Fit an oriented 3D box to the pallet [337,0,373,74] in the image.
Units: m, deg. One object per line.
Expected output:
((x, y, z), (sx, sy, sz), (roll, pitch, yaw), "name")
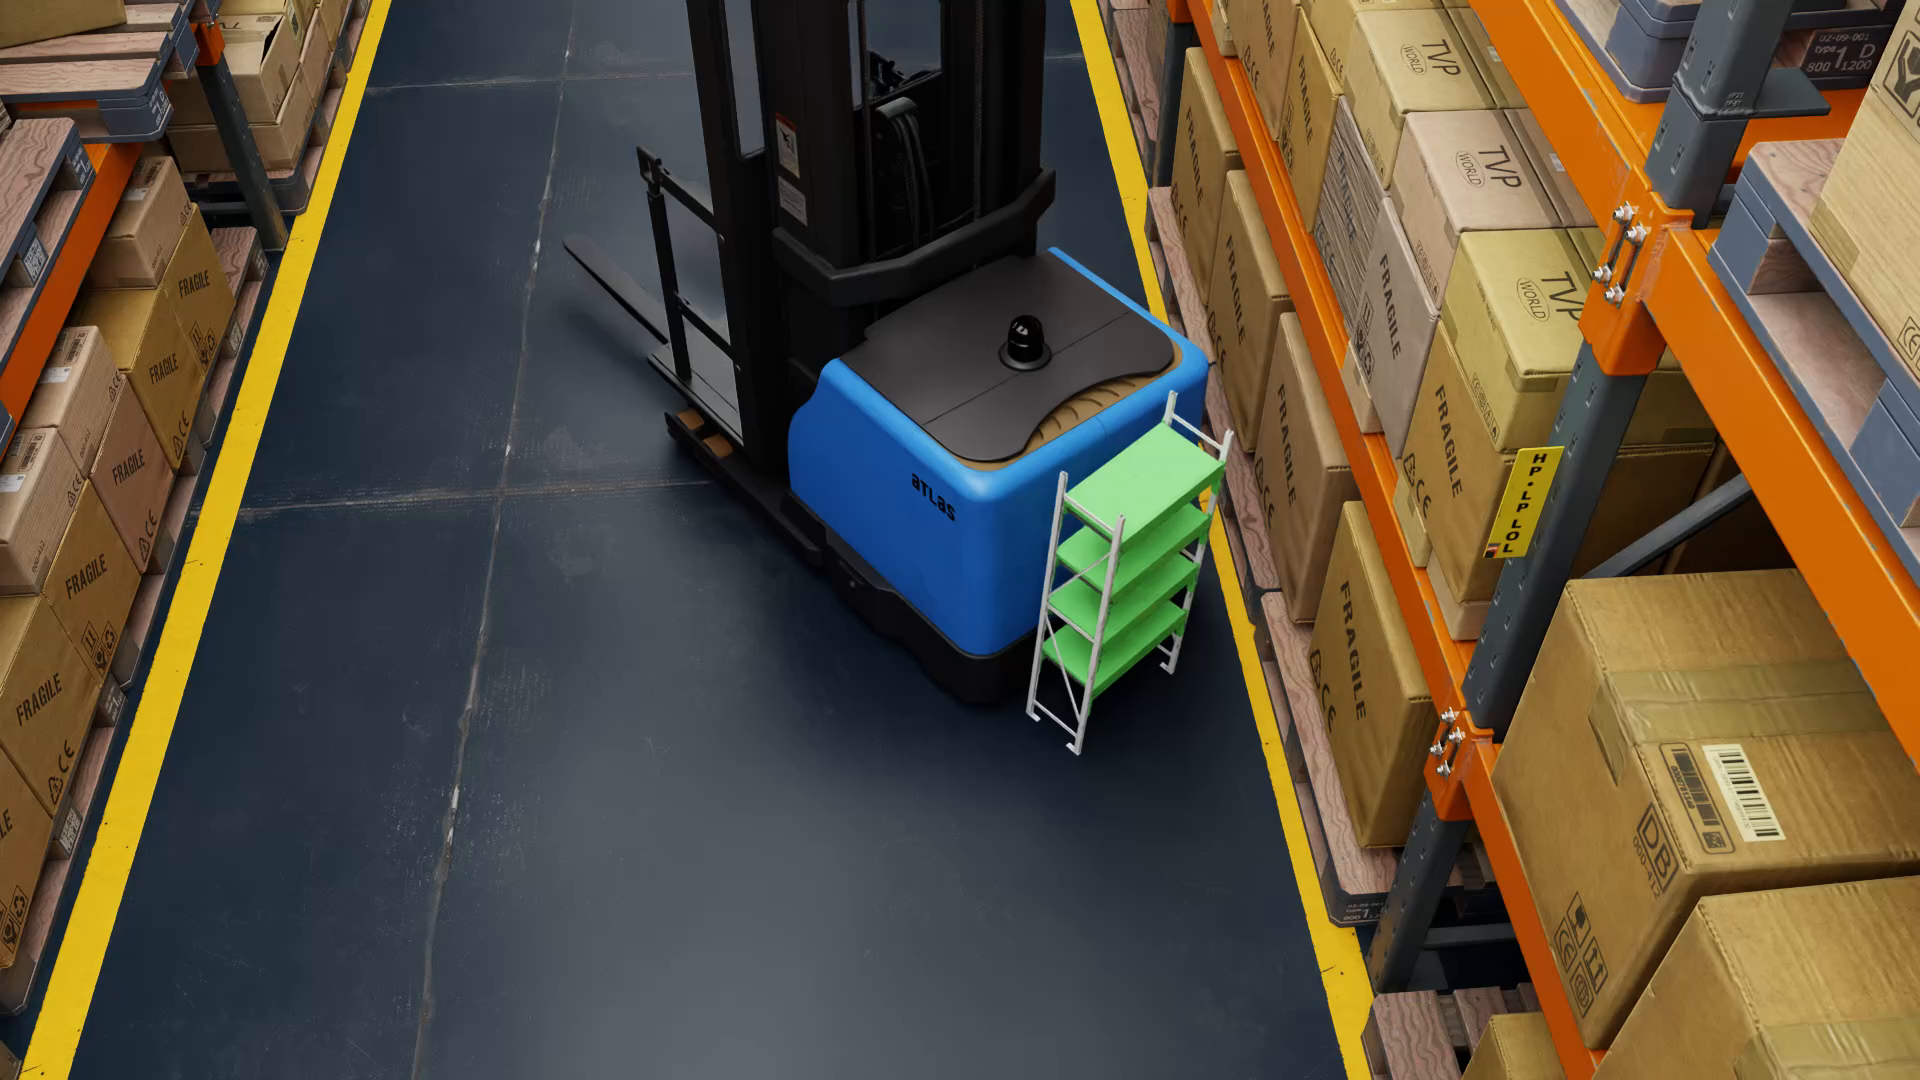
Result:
((-3.669, -2.855, 8.808), (1.003, 0.211, 1.213), (-3, 47, -3), "pallet")

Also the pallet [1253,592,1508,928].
((1.592, 0.660, 5.479), (1.003, 0.211, 1.213), (-3, 47, -3), "pallet")

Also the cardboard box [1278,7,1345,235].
((1.308, -1.300, 5.128), (0.500, 0.500, 0.500), (-2, 47, -2), "cardboard box")

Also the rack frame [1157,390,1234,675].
((0.688, 0.010, 5.402), (0.240, 1.200, 0.015), (38, 57, 26), "rack frame")

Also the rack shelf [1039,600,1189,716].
((0.501, 0.333, 5.514), (0.258, 0.148, 0.480), (38, 57, 26), "rack shelf")

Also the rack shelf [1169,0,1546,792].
((1.564, -0.944, 5.574), (1.077, 0.370, 4.000), (-3, 47, -3), "rack shelf")

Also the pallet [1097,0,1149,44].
((1.233, -3.126, 9.065), (1.003, 0.211, 1.213), (-3, 47, -3), "pallet")

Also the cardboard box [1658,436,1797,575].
((1.944, -0.236, 4.120), (0.500, 0.500, 0.500), (-5, 47, -5), "cardboard box")

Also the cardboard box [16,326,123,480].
((-3.129, -0.442, 5.505), (0.500, 0.250, 0.500), (-4, 47, -4), "cardboard box")

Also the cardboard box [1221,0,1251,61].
((1.217, -2.036, 5.825), (0.500, 0.500, 0.500), (-2, 47, -2), "cardboard box")

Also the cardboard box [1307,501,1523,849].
((1.547, 0.388, 5.008), (0.750, 0.750, 0.750), (-3, 47, -3), "cardboard box")

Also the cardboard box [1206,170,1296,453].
((1.394, -0.870, 6.199), (0.750, 0.750, 0.750), (-4, 47, -3), "cardboard box")

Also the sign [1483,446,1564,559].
((1.191, -0.076, 3.513), (0.100, 0.325, 0.005), (-3, 47, -3), "sign")

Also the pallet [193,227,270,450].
((-3.515, -0.834, 6.894), (1.003, 0.211, 1.213), (-3, 47, -3), "pallet")

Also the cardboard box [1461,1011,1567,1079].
((1.692, 1.518, 4.179), (0.700, 0.500, 0.500), (-3, 47, -3), "cardboard box")

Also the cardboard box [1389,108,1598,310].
((1.404, -0.839, 4.175), (0.500, 0.250, 0.500), (-3, 47, -2), "cardboard box")

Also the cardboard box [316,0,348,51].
((-3.383, -2.670, 8.317), (0.500, 0.250, 0.500), (-5, 47, -4), "cardboard box")

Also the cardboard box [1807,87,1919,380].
((1.526, -0.387, 2.230), (0.500, 0.250, 0.500), (-4, 47, -3), "cardboard box")

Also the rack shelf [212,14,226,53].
((-3.707, -3.535, 8.027), (1.077, 0.370, 4.000), (-3, 47, -3), "rack shelf")

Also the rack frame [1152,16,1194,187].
((1.396, -2.639, 6.683), (1.000, 3.000, 0.127), (-3, 47, -3), "rack frame")

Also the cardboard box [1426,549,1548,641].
((1.421, 0.107, 4.242), (0.380, 0.149, 0.250), (-3, 47, -3), "cardboard box")

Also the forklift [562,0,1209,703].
((-0.501, -1.464, 5.618), (1.130, 2.935, 3.031), (-31, 54, -26), "forklift")

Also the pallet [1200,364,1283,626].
((1.486, -0.224, 6.317), (1.003, 0.211, 1.213), (-3, 47, -3), "pallet")

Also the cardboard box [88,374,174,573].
((-3.134, -0.211, 5.802), (0.500, 0.500, 0.500), (-5, 47, -5), "cardboard box")

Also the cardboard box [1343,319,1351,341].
((1.364, -0.632, 4.942), (0.380, 0.149, 0.250), (-3, 47, -3), "cardboard box")

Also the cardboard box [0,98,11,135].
((-3.488, -1.392, 5.144), (0.700, 0.500, 0.500), (4, 47, 4), "cardboard box")

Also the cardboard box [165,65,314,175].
((-3.291, -1.931, 7.617), (0.500, 0.250, 0.500), (-4, 47, -3), "cardboard box")

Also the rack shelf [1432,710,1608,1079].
((1.899, 1.950, 2.833), (1.077, 0.370, 4.000), (-3, 47, -3), "rack shelf")

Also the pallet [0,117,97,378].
((-3.372, -0.862, 5.133), (1.003, 0.211, 1.213), (-3, 47, -3), "pallet")

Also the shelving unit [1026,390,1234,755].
((0.517, 0.136, 5.283), (0.258, 1.200, 0.503), (38, 57, 26), "shelving unit")

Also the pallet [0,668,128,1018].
((-3.311, 0.932, 5.222), (1.003, 0.211, 1.213), (-3, 47, -3), "pallet")

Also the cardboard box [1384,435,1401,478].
((1.399, -0.264, 4.593), (0.380, 0.149, 0.250), (-2, 47, -2), "cardboard box")

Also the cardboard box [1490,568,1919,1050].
((1.760, 0.546, 3.461), (0.980, 0.700, 0.700), (-3, 47, -3), "cardboard box")

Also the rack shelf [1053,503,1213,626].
((0.526, 0.021, 5.150), (0.258, 0.148, 0.480), (38, 57, 26), "rack shelf")

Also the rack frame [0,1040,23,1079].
((-3.205, 0.559, 3.655), (1.000, 3.000, 0.127), (-3, 47, -3), "rack frame")

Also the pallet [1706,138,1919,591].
((1.789, -0.153, 2.324), (1.003, 0.211, 1.213), (-3, 47, -3), "pallet")

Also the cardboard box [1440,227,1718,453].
((1.437, -0.468, 3.824), (0.500, 0.250, 0.500), (-2, 47, -2), "cardboard box")

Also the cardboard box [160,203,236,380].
((-3.227, -0.964, 6.516), (0.500, 0.500, 0.500), (-2, 47, -2), "cardboard box")

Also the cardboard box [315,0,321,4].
((-3.384, -2.872, 8.123), (0.500, 0.311, 0.500), (-5, 47, -4), "cardboard box")

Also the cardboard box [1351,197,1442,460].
((1.389, -0.575, 4.442), (0.500, 0.500, 0.500), (-3, 47, -3), "cardboard box")

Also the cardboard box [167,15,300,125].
((-3.291, -2.123, 7.413), (0.500, 0.311, 0.500), (-2, 47, -2), "cardboard box")

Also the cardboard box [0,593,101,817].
((-3.058, 0.517, 5.113), (0.500, 0.500, 0.500), (-3, 47, -3), "cardboard box")

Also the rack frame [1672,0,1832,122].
((1.731, -1.808, 1.764), (1.000, 3.000, 0.127), (-3, 47, -3), "rack frame")
